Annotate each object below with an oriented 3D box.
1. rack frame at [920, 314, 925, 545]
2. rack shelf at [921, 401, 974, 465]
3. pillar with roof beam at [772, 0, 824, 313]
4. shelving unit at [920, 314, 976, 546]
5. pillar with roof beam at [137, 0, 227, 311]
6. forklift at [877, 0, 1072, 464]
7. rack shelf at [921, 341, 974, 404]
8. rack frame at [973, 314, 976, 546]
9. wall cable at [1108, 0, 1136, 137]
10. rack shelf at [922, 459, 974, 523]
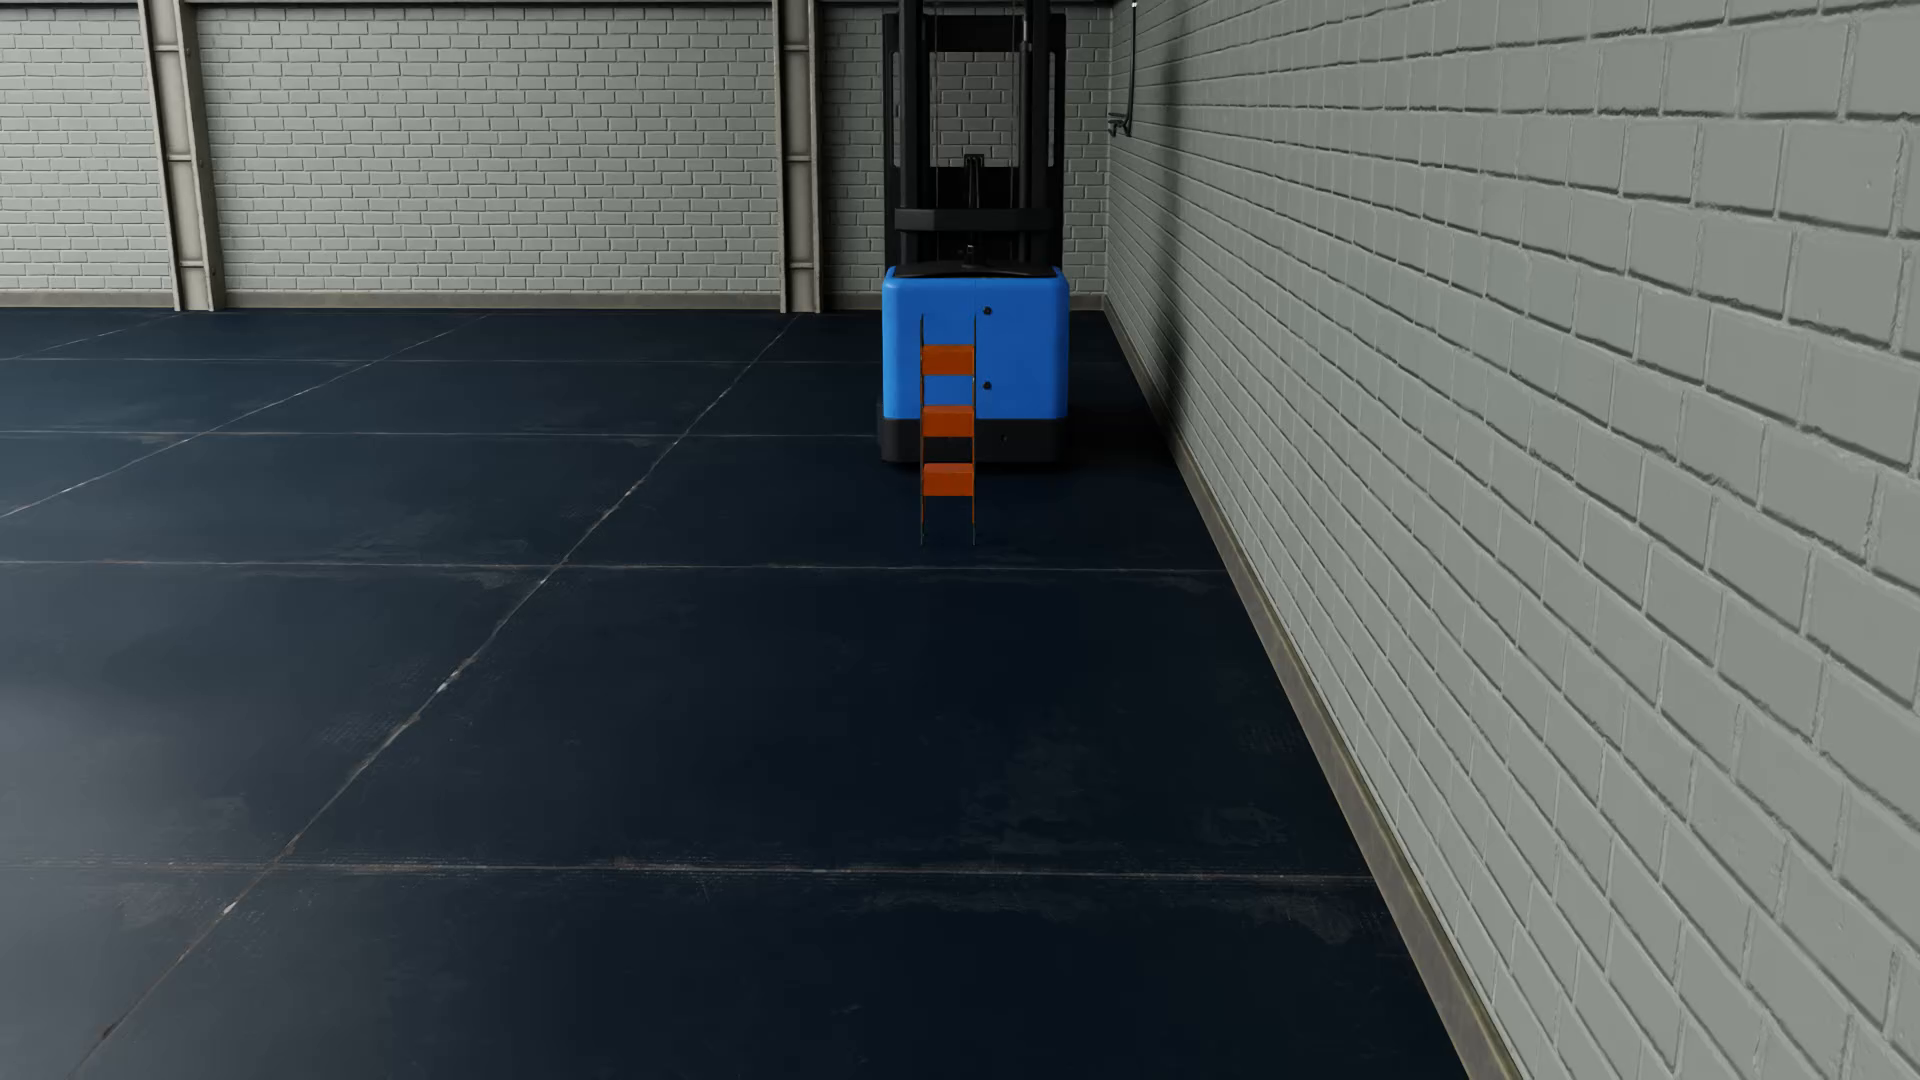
[{"bbox_3d":[-0.175,-0.509,7.710,0.008,1.050,0.200,0,15,1],"label":"rack frame"},{"bbox_3d":[-0.054,-0.498,7.710,0.240,0.259,0.215,0,15,1],"label":"rack shelf"},{"bbox_3d":[-1.664,-5.514,11.101,0.400,9.000,9.100,0,15,1],"label":"pillar with roof beam"},{"bbox_3d":[-0.053,-0.508,7.707,0.252,1.050,0.215,0,15,1],"label":"shelving unit"},{"bbox_3d":[-7.662,-5.553,11.249,0.400,9.000,9.100,0,15,1],"label":"pillar with roof beam"},{"bbox_3d":[0.080,-2.162,10.291,1.130,2.935,3.031,0,15,0],"label":"forklift"},{"bbox_3d":[-0.054,-0.772,7.638,0.240,0.259,0.215,0,15,1],"label":"rack shelf"},{"bbox_3d":[0.068,-0.507,7.704,0.008,1.050,0.200,0,15,1],"label":"rack frame"},{"bbox_3d":[1.357,-4.754,14.307,0.112,2.526,3.097,0,15,1],"label":"wall cable"},{"bbox_3d":[-0.053,-0.229,7.781,0.240,0.259,0.215,0,15,1],"label":"rack shelf"}]
